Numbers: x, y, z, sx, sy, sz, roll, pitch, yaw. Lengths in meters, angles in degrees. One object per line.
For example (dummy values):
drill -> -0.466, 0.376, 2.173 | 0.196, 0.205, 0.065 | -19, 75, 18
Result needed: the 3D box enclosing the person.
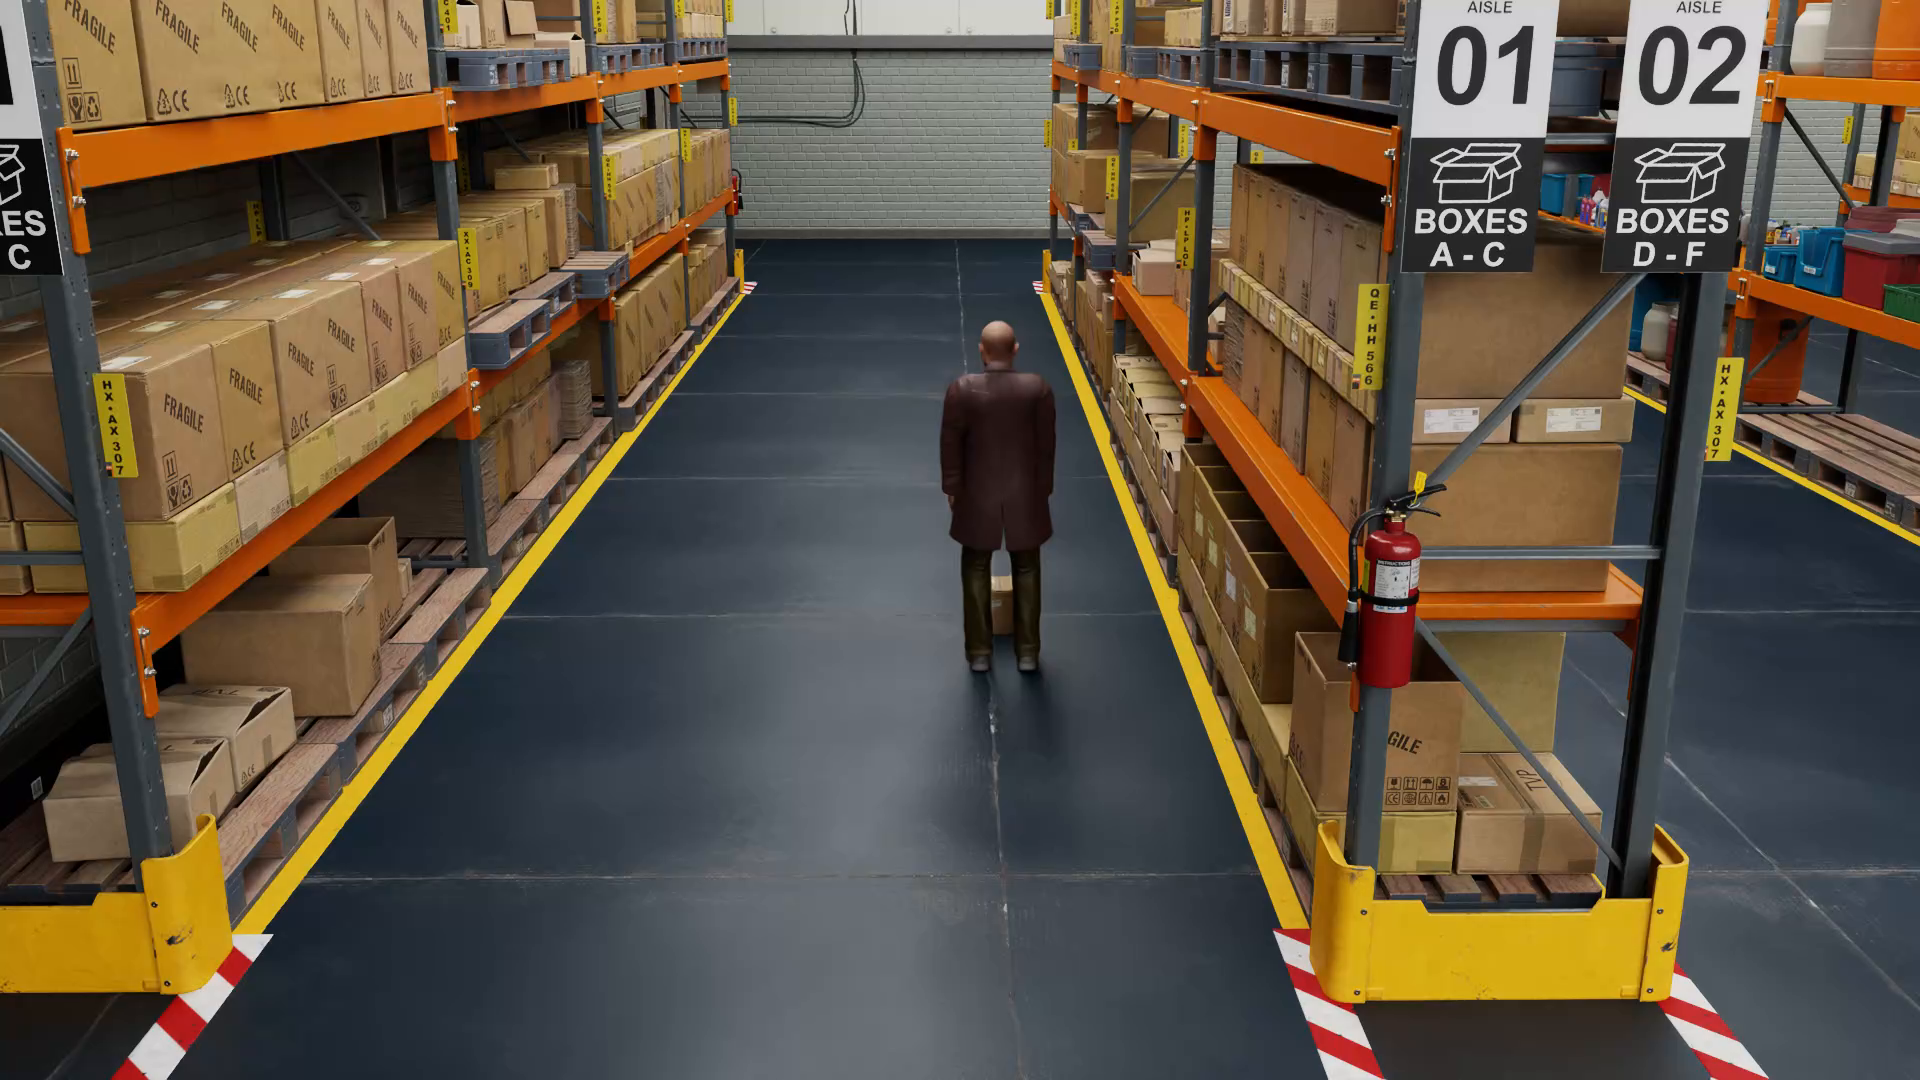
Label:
person -> 0.188, -0.211, 8.322 | 0.572, 1.759, 0.384 | 0, 17, 1
